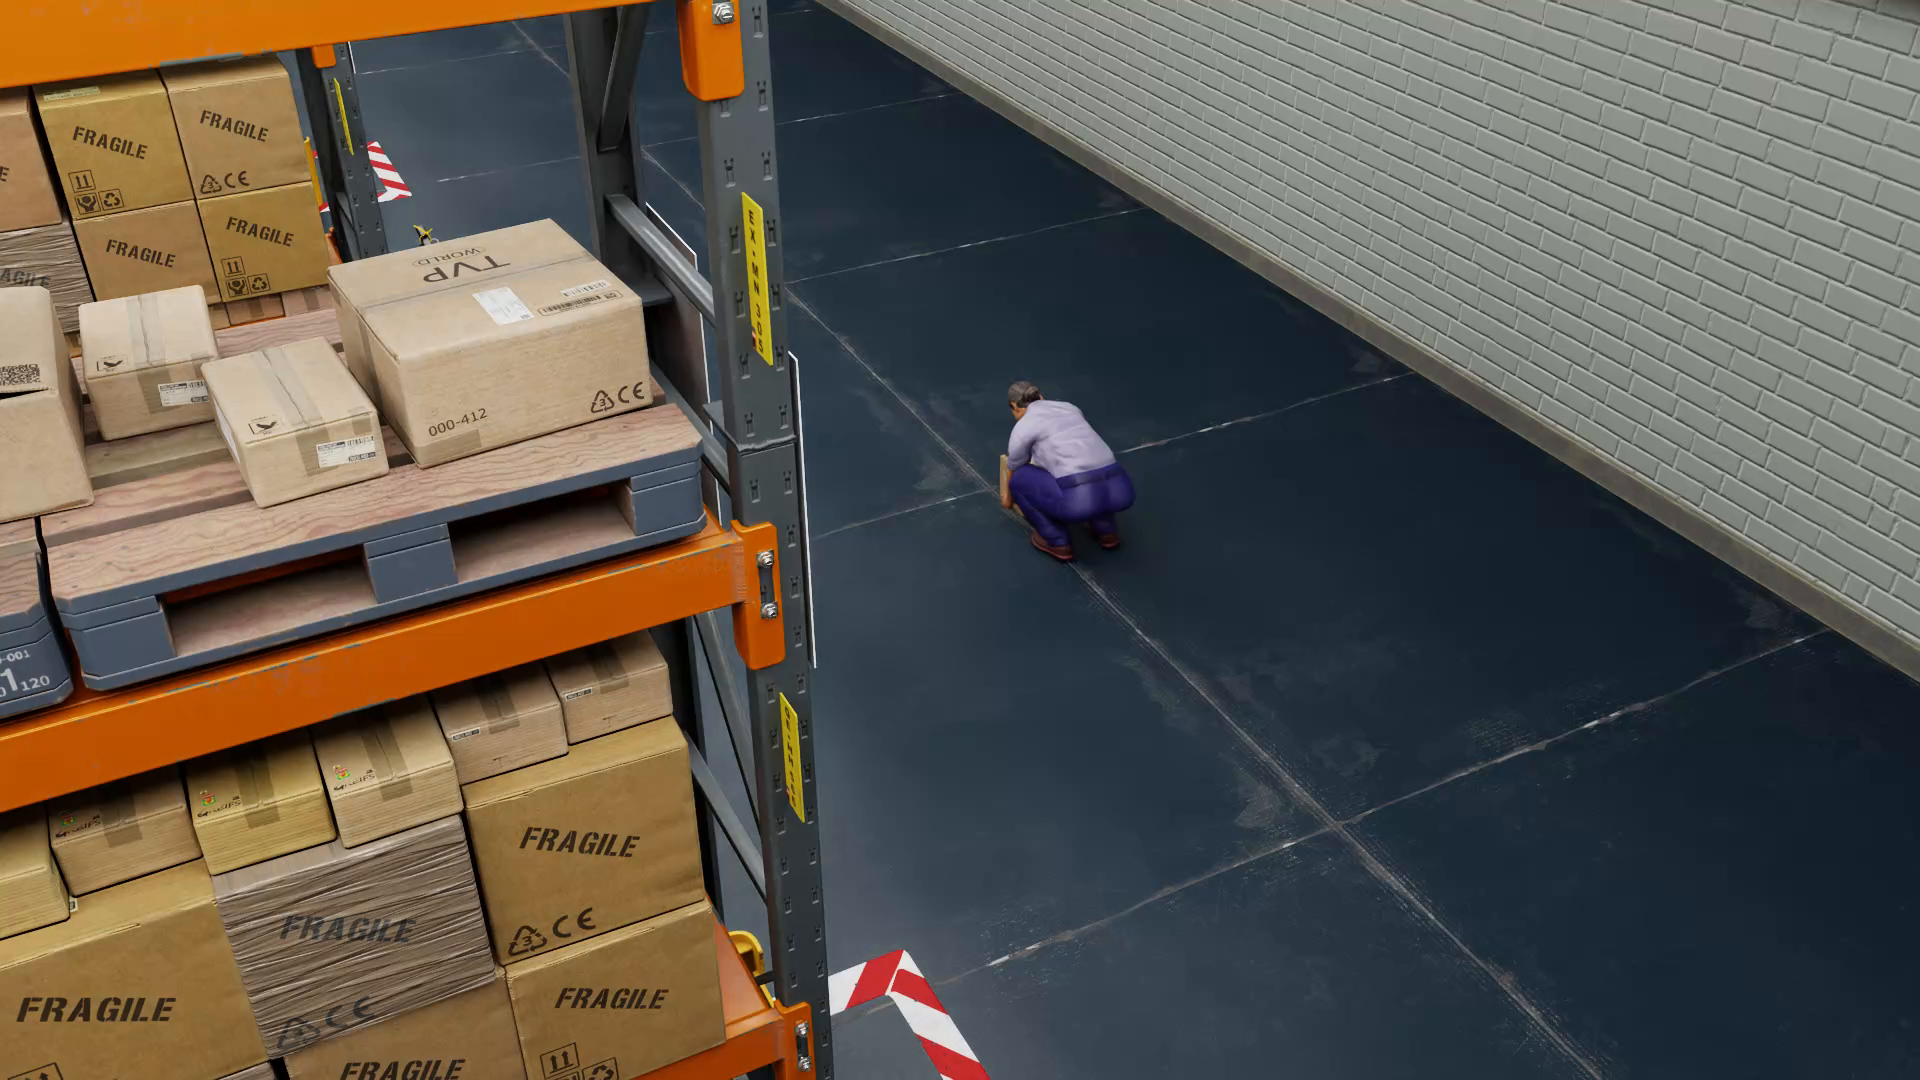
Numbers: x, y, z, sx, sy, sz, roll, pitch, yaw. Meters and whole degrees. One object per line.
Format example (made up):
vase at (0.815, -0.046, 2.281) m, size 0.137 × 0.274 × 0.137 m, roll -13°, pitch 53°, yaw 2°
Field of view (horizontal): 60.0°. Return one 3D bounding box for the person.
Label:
person at (0.526, -0.337, 8.555) m, size 0.526 × 0.805 × 0.847 m, roll -16°, pitch 37°, yaw -23°
